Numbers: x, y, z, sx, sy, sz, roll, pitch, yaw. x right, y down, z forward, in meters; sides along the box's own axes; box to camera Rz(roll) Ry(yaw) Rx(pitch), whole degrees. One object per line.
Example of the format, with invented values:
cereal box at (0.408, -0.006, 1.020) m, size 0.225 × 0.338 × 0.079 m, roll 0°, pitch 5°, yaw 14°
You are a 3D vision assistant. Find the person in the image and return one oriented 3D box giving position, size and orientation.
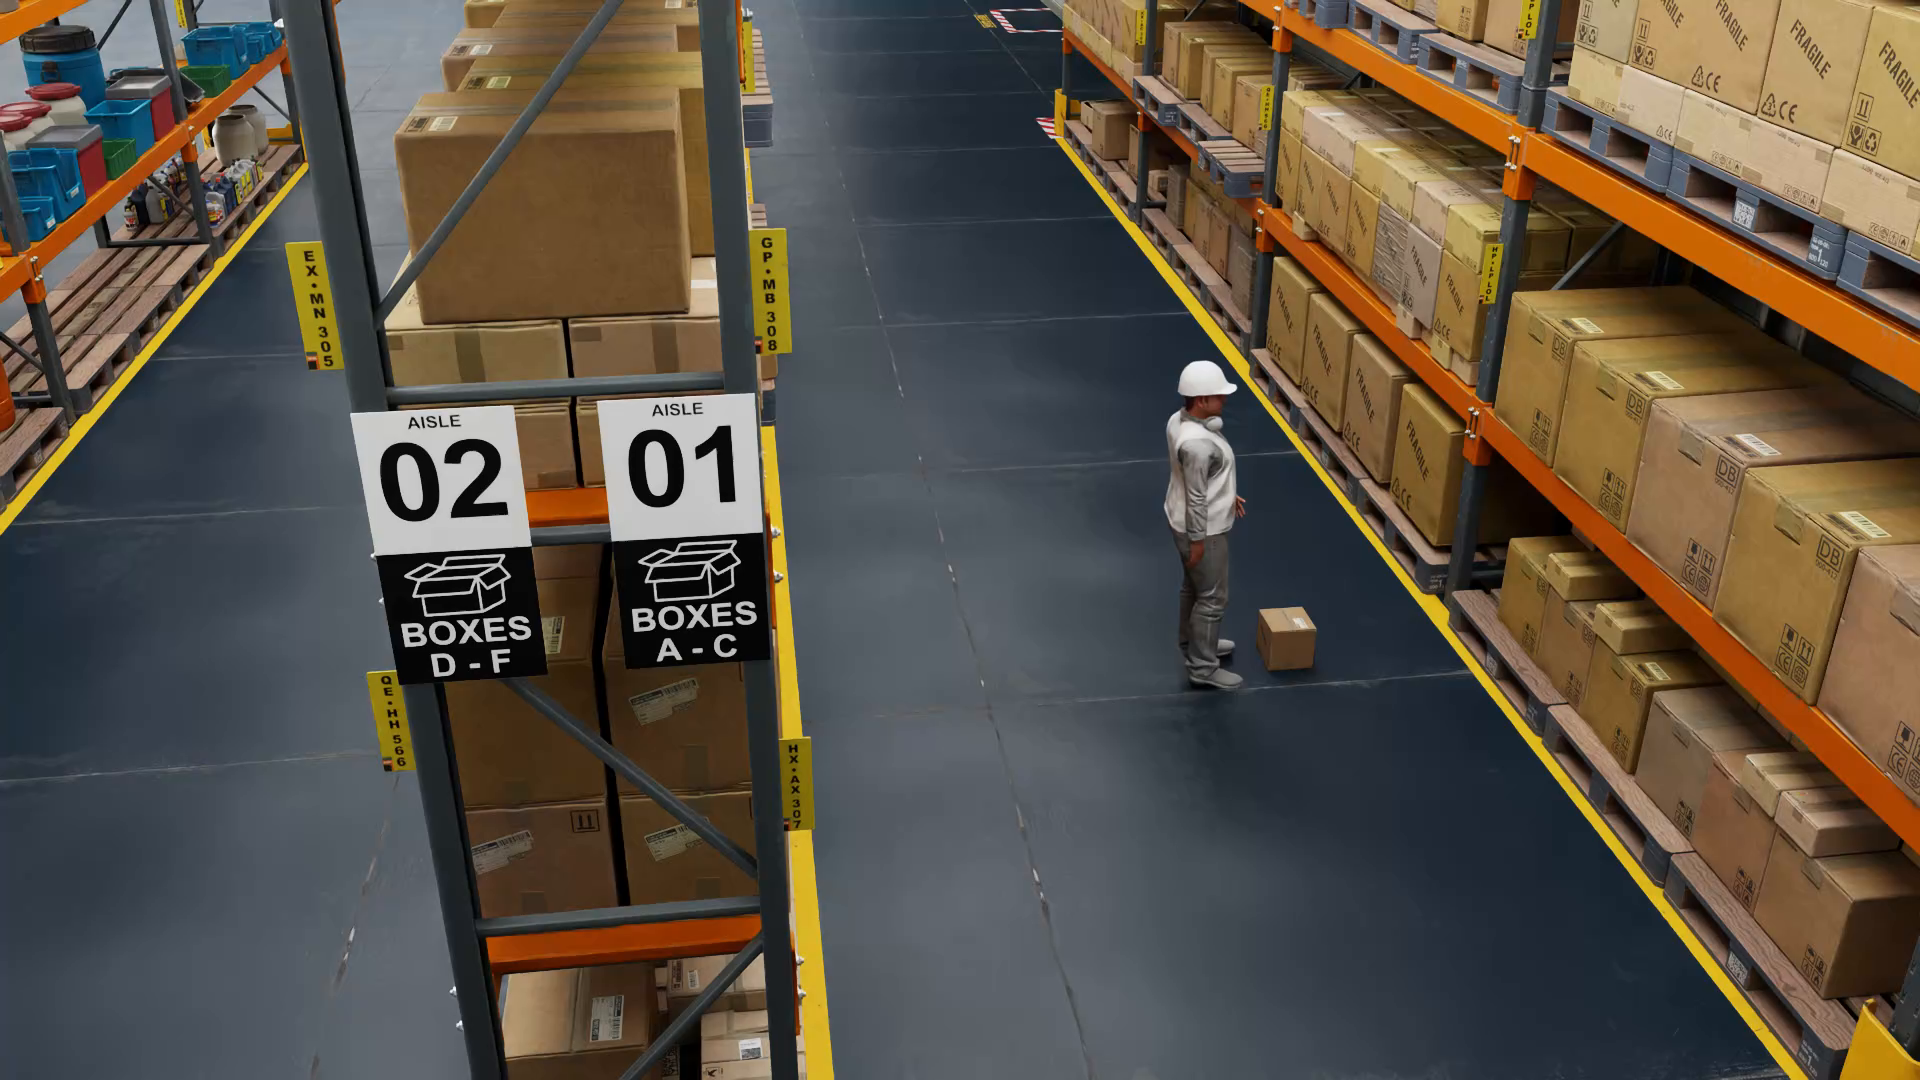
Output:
person at (1.311, -0.092, 8.754) m, size 0.476 × 1.799 × 0.556 m, roll -1°, pitch 27°, yaw -3°
